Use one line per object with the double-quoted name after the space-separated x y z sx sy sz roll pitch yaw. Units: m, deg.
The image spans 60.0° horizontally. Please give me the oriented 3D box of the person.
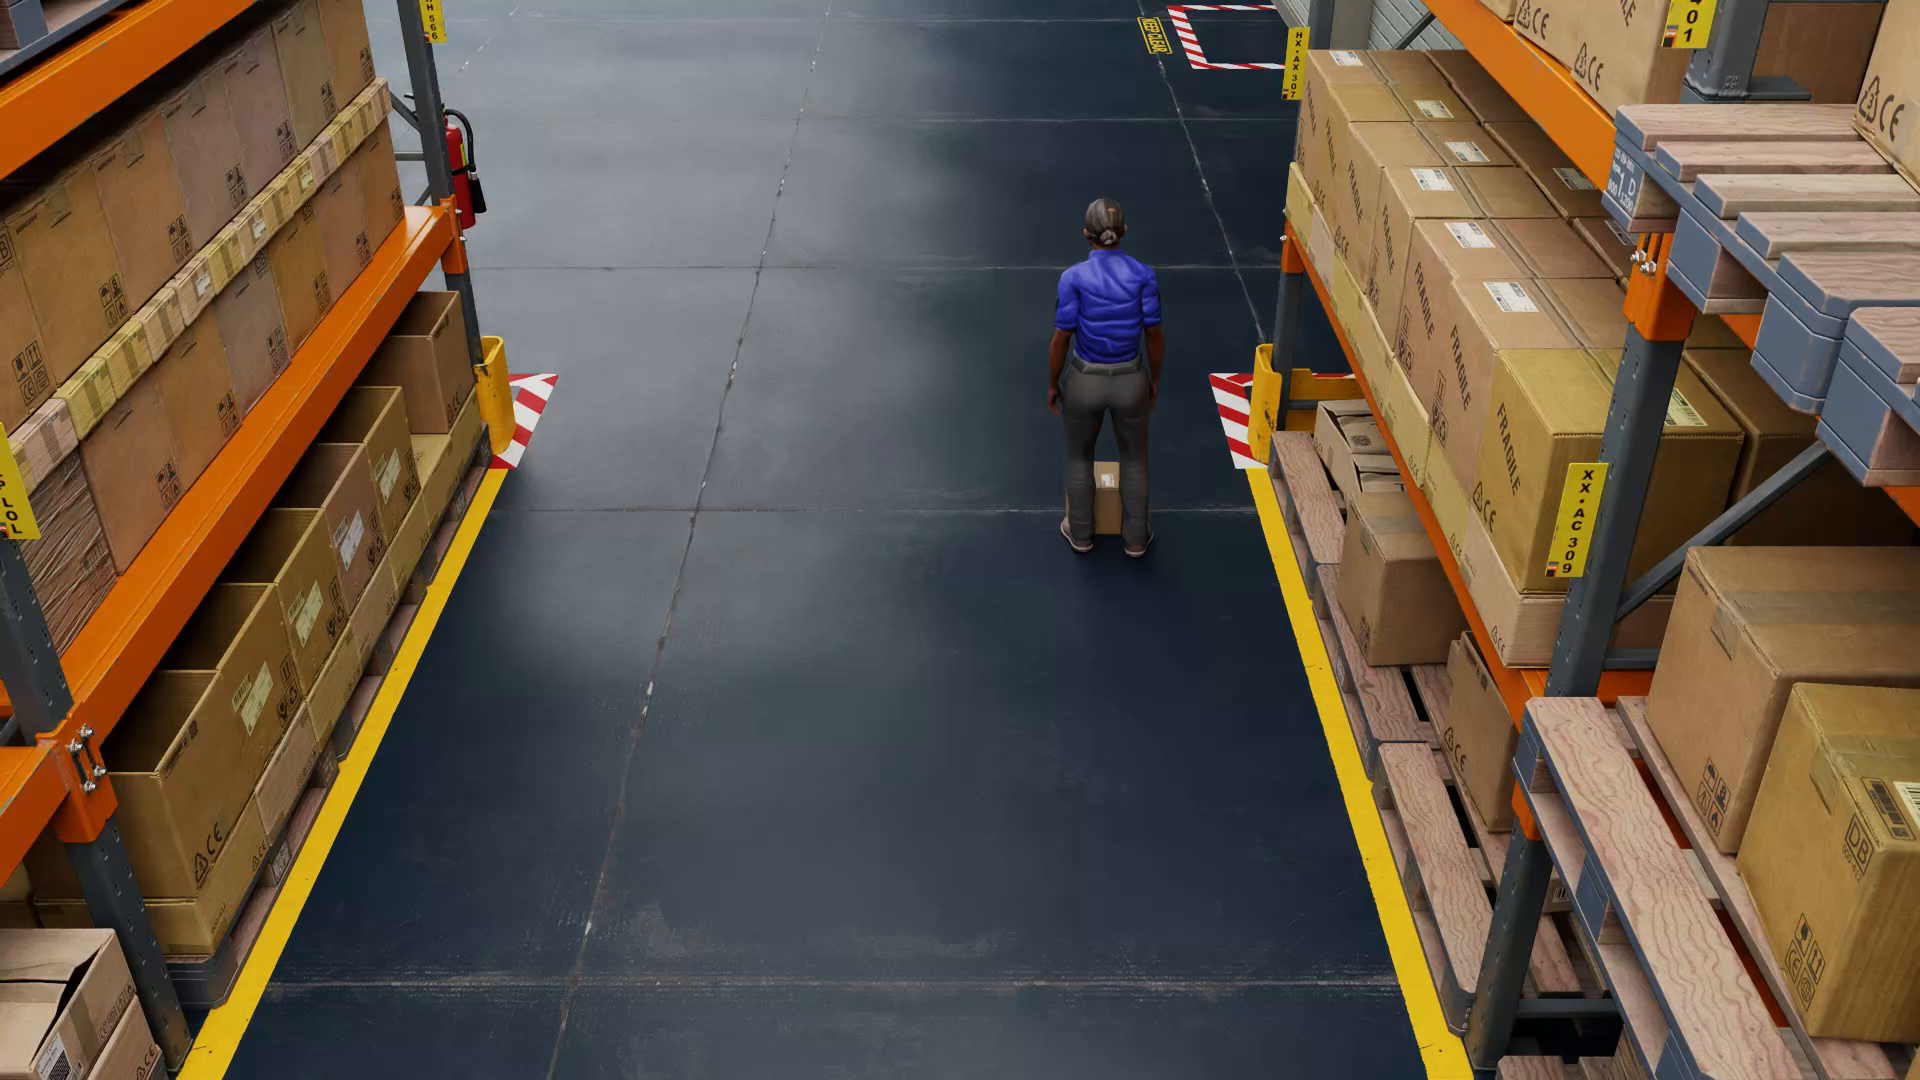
0.639 -0.686 7.250 0.530 1.654 0.403 -2 32 -3 "person"
